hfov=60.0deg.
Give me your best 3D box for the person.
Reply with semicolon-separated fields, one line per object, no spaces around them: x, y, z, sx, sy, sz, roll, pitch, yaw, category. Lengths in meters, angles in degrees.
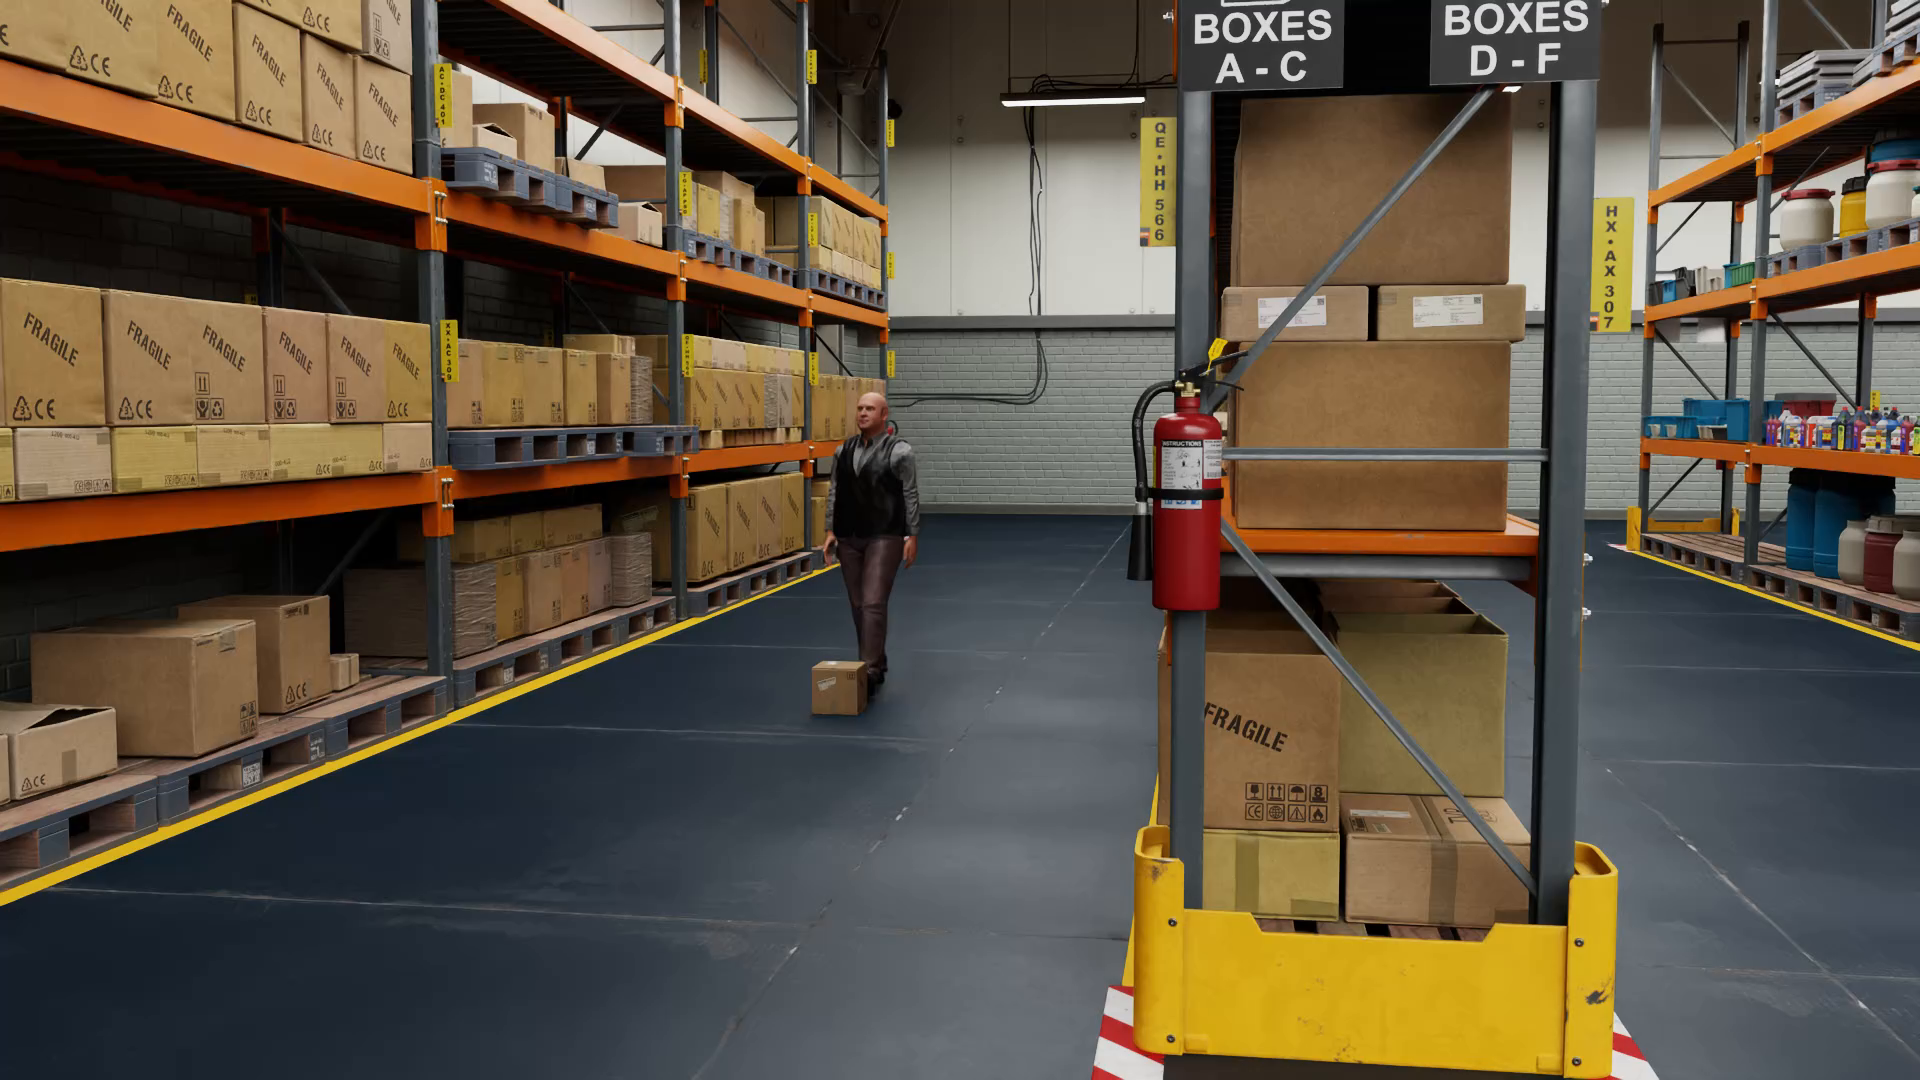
-0.576;0.016;9.458;0.553;1.708;0.749;2;5;28;person
